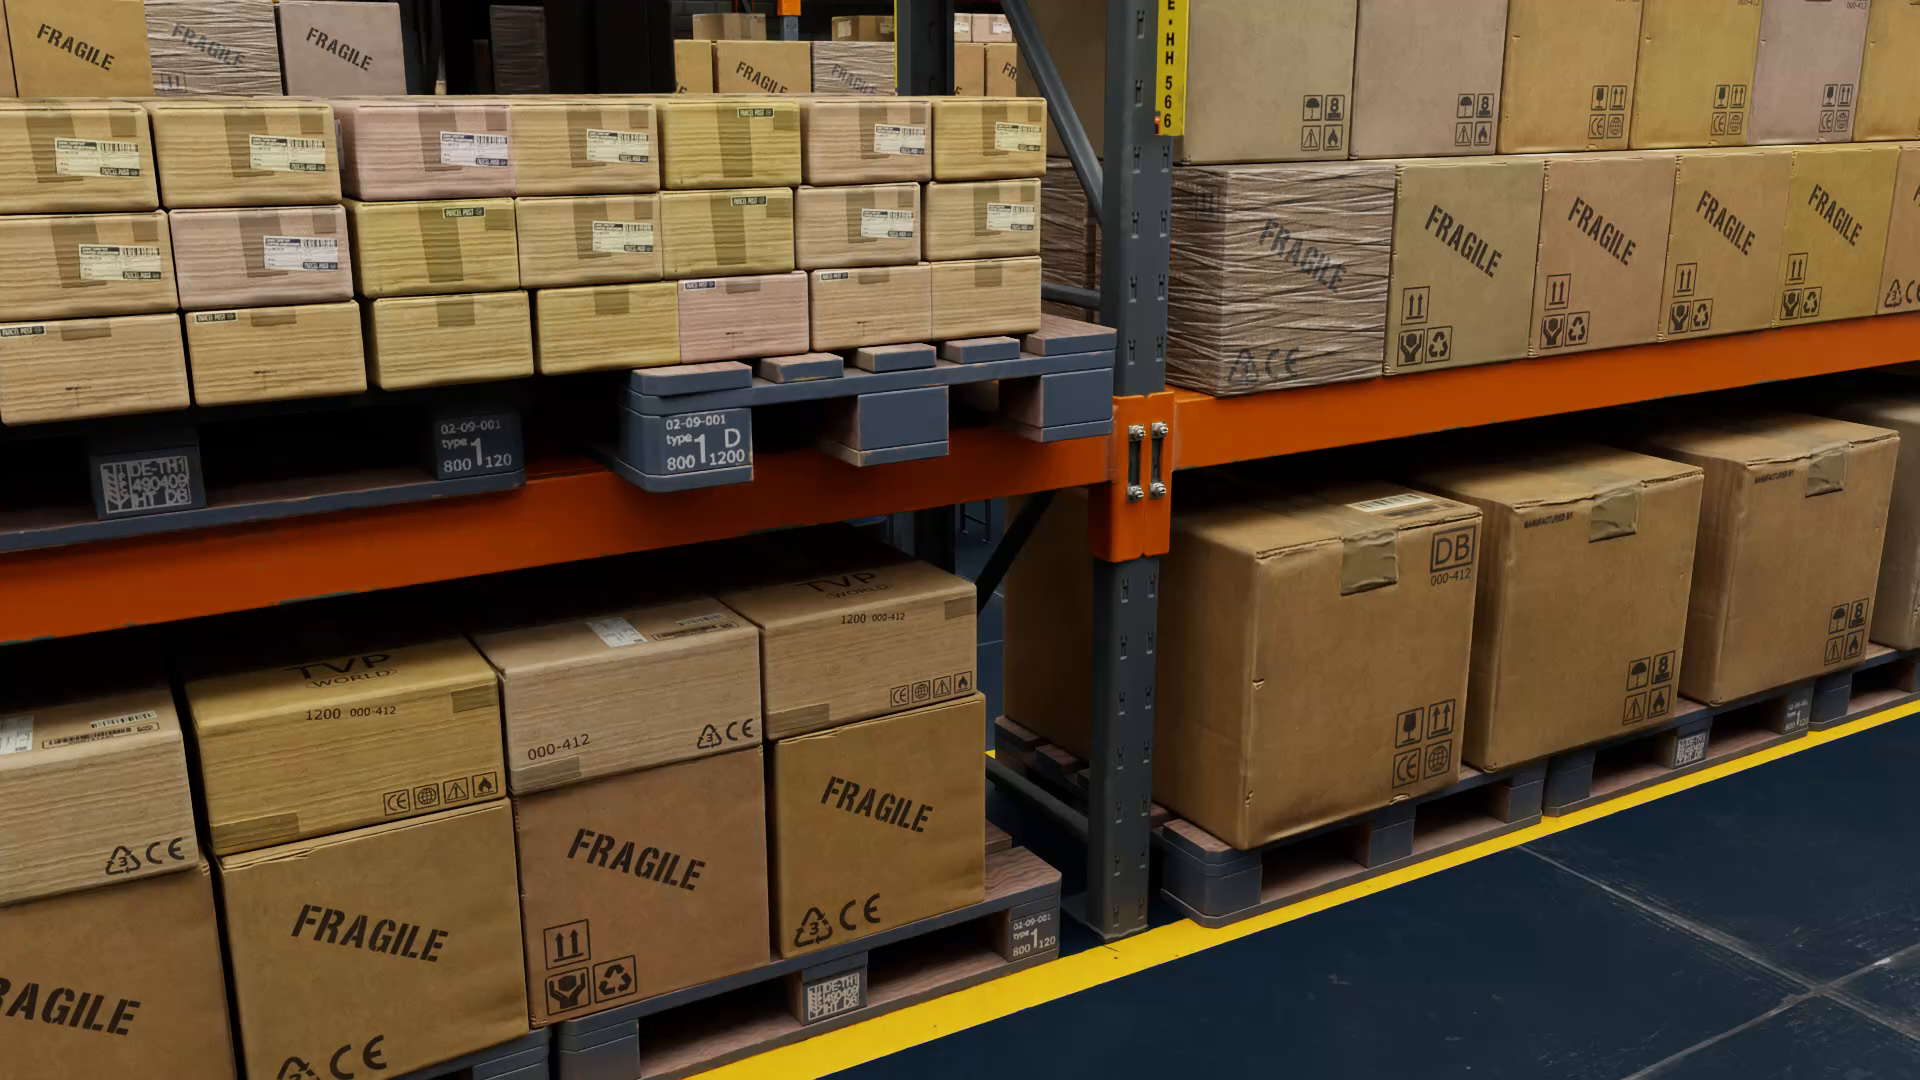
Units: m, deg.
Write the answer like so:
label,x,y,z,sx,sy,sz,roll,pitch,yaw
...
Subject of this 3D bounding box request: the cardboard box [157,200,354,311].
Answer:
label,x,y,z,sx,sy,sz,roll,pitch,yaw
cardboard box,-1.148,-0.474,2.679,0.250,0.149,0.380,-9,18,-28

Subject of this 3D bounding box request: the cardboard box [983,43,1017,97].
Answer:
label,x,y,z,sx,sy,sz,roll,pitch,yaw
cardboard box,0.236,-2.497,9.247,0.500,0.500,0.500,-9,18,-29

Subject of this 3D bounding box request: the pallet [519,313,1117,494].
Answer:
label,x,y,z,sx,sy,sz,roll,pitch,yaw
pallet,-0.411,-0.387,3.589,1.003,0.211,1.213,-9,18,-30

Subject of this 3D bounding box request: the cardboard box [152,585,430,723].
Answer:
label,x,y,z,sx,sy,sz,roll,pitch,yaw
cardboard box,-1.436,0.213,3.555,0.500,0.250,0.500,-9,18,-29

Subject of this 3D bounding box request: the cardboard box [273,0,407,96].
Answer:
label,x,y,z,sx,sy,sz,roll,pitch,yaw
cardboard box,-2.799,-2.132,7.419,0.500,0.500,0.500,-10,18,-31

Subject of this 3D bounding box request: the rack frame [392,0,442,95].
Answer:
label,x,y,z,sx,sy,sz,roll,pitch,yaw
rack frame,-2.490,-1.734,8.040,0.127,3.000,1.000,-9,18,-30

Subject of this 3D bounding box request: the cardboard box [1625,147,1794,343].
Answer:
label,x,y,z,sx,sy,sz,roll,pitch,yaw
cardboard box,1.964,-0.861,4.740,0.500,0.500,0.500,-9,18,-30

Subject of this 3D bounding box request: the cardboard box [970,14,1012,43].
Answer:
label,x,y,z,sx,sy,sz,roll,pitch,yaw
cardboard box,0.075,-2.781,9.057,0.250,0.149,0.380,-10,18,-31

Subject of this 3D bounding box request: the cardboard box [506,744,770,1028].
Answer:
label,x,y,z,sx,sy,sz,roll,pitch,yaw
cardboard box,-0.731,0.622,3.488,0.500,0.500,0.500,-8,18,-27

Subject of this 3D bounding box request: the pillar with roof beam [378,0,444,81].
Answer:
label,x,y,z,sx,sy,sz,roll,pitch,yaw
pillar with roof beam,-2.180,-5.165,9.162,0.400,9.000,9.100,-9,18,-30

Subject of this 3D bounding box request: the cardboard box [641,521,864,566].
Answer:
label,x,y,z,sx,sy,sz,roll,pitch,yaw
cardboard box,-0.570,0.077,4.042,0.500,0.250,0.500,-10,19,-32

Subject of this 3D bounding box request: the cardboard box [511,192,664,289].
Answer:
label,x,y,z,sx,sy,sz,roll,pitch,yaw
cardboard box,-0.710,-0.544,2.930,0.250,0.149,0.380,-9,18,-30

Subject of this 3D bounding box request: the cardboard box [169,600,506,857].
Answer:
label,x,y,z,sx,sy,sz,roll,pitch,yaw
cardboard box,-1.177,0.333,3.130,0.500,0.250,0.500,-9,18,-28

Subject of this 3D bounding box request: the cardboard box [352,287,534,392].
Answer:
label,x,y,z,sx,sy,sz,roll,pitch,yaw
cardboard box,-0.920,-0.368,2.852,0.250,0.149,0.380,-10,19,-32

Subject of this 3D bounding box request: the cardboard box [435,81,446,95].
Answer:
label,x,y,z,sx,sy,sz,roll,pitch,yaw
cardboard box,-3.972,-3.337,12.371,0.250,0.149,0.380,-9,18,-29

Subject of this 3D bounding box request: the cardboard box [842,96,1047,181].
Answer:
label,x,y,z,sx,sy,sz,roll,pitch,yaw
cardboard box,-0.039,-0.797,3.280,0.250,0.149,0.380,-10,19,-32

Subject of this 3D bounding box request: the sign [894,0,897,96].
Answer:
label,x,y,z,sx,sy,sz,roll,pitch,yaw
sign,-0.143,-1.289,4.304,0.005,0.325,0.100,-9,18,-30

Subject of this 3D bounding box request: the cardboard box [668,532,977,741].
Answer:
label,x,y,z,sx,sy,sz,roll,pitch,yaw
cardboard box,-0.306,0.193,3.628,0.500,0.250,0.500,-10,18,-31

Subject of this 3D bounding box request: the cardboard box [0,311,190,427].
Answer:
label,x,y,z,sx,sy,sz,roll,pitch,yaw
cardboard box,-1.375,-0.294,2.588,0.250,0.149,0.380,-10,19,-32

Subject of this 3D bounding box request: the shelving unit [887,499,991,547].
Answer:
label,x,y,z,sx,sy,sz,roll,pitch,yaw
shelving unit,-0.142,-0.555,7.166,0.503,1.200,0.258,-9,18,-30

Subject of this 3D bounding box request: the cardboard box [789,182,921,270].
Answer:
label,x,y,z,sx,sy,sz,roll,pitch,yaw
cardboard box,-0.271,-0.616,3.187,0.250,0.149,0.380,-8,18,-28

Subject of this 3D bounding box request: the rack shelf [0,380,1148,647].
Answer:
label,x,y,z,sx,sy,sz,roll,pitch,yaw
rack shelf,-1.569,0.021,3.109,4.000,0.370,1.077,-9,18,-30

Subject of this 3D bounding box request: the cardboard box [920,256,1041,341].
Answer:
label,x,y,z,sx,sy,sz,roll,pitch,yaw
cardboard box,-0.041,-0.509,3.357,0.250,0.149,0.380,-9,18,-29

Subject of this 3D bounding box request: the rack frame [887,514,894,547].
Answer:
label,x,y,z,sx,sy,sz,roll,pitch,yaw
rack frame,-0.351,-0.521,7.045,0.015,1.200,0.240,-9,18,-30

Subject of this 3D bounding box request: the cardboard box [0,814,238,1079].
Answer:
label,x,y,z,sx,sy,sz,roll,pitch,yaw
cardboard box,-1.619,0.763,2.983,0.500,0.500,0.500,-9,18,-29

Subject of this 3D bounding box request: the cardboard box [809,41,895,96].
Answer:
label,x,y,z,sx,sy,sz,roll,pitch,yaw
cardboard box,-0.658,-2.354,8.736,0.500,0.500,0.500,-10,19,-32

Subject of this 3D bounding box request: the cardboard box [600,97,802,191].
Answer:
label,x,y,z,sx,sy,sz,roll,pitch,yaw
cardboard box,-0.480,-0.726,3.027,0.250,0.149,0.380,-9,18,-28

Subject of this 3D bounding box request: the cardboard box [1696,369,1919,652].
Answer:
label,x,y,z,sx,sy,sz,roll,pitch,yaw
cardboard box,3.088,-0.171,5.853,0.750,0.750,1.050,-9,18,-30

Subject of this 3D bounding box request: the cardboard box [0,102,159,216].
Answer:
label,x,y,z,sx,sy,sz,roll,pitch,yaw
cardboard box,-1.372,-0.581,2.512,0.250,0.149,0.380,-9,18,-28

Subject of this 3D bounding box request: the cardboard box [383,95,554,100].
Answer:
label,x,y,z,sx,sy,sz,roll,pitch,yaw
cardboard box,-1.019,-0.844,3.447,0.250,0.149,0.380,-10,19,-32

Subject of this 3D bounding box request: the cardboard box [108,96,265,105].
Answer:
label,x,y,z,sx,sy,sz,roll,pitch,yaw
cardboard box,-1.476,-0.768,3.179,0.250,0.149,0.380,-9,18,-28

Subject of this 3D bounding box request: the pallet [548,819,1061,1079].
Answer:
label,x,y,z,sx,sy,sz,roll,pitch,yaw
pallet,-0.525,0.848,3.994,1.213,0.211,1.003,-9,18,-30

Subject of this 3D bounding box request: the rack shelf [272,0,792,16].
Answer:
label,x,y,z,sx,sy,sz,roll,pitch,yaw
rack shelf,-3.336,-4.258,12.819,4.000,0.370,1.077,-9,18,-30

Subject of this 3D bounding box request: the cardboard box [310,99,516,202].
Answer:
label,x,y,z,sx,sy,sz,roll,pitch,yaw
cardboard box,-0.916,-0.656,2.777,0.250,0.149,0.380,-9,18,-30

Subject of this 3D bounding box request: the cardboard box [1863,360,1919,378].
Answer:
label,x,y,z,sx,sy,sz,roll,pitch,yaw
cardboard box,4.149,-0.410,6.472,0.875,0.875,0.875,-9,18,-29

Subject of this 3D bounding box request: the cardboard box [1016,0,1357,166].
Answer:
label,x,y,z,sx,sy,sz,roll,pitch,yaw
cardboard box,0.535,-1.193,4.070,0.500,0.500,0.700,-9,18,-30

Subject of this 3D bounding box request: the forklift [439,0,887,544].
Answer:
label,x,y,z,sx,sy,sz,roll,pitch,yaw
forklift,-1.795,-1.082,5.839,3.031,2.935,1.130,-10,19,-33

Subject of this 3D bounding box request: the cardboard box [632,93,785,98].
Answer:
label,x,y,z,sx,sy,sz,roll,pitch,yaw
cardboard box,-0.579,-0.913,3.696,0.250,0.149,0.380,-10,18,-31

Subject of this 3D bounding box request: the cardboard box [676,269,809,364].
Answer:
label,x,y,z,sx,sy,sz,roll,pitch,yaw
cardboard box,-0.475,-0.440,3.108,0.250,0.149,0.380,-9,18,-29

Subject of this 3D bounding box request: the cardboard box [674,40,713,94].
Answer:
label,x,y,z,sx,sy,sz,roll,pitch,yaw
cardboard box,-1.543,-2.211,8.226,0.500,0.500,0.500,-8,18,-27

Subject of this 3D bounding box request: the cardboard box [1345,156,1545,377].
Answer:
label,x,y,z,sx,sy,sz,roll,pitch,yaw
cardboard box,1.104,-0.723,4.245,0.500,0.500,0.500,-9,18,-30

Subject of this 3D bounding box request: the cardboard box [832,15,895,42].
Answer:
label,x,y,z,sx,sy,sz,roll,pitch,yaw
cardboard box,-0.525,-2.838,9.260,0.250,0.149,0.380,-8,18,-27

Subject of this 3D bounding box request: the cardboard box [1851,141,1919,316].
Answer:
label,x,y,z,sx,sy,sz,roll,pitch,yaw
cardboard box,2.831,-1.003,5.244,0.500,0.500,0.500,-9,18,-30

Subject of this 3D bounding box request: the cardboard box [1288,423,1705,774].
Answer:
label,x,y,z,sx,sy,sz,roll,pitch,yaw
cardboard box,1.461,0.092,4.915,0.750,0.750,1.050,-9,18,-29

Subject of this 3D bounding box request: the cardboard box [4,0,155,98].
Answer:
label,x,y,z,sx,sy,sz,roll,pitch,yaw
cardboard box,-3.664,-1.991,6.917,0.500,0.500,0.500,-9,18,-30

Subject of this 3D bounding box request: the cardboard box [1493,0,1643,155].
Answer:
label,x,y,z,sx,sy,sz,roll,pitch,yaw
cardboard box,1.407,-1.335,4.578,0.500,0.500,0.700,-10,18,-31

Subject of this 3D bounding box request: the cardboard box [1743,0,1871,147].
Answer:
label,x,y,z,sx,sy,sz,roll,pitch,yaw
cardboard box,2.278,-1.476,5.081,0.500,0.500,0.700,-9,18,-29

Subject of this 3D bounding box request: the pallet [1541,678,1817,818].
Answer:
label,x,y,z,sx,sy,sz,roll,pitch,yaw
pallet,1.905,0.479,5.310,1.213,0.211,1.003,-9,18,-30
